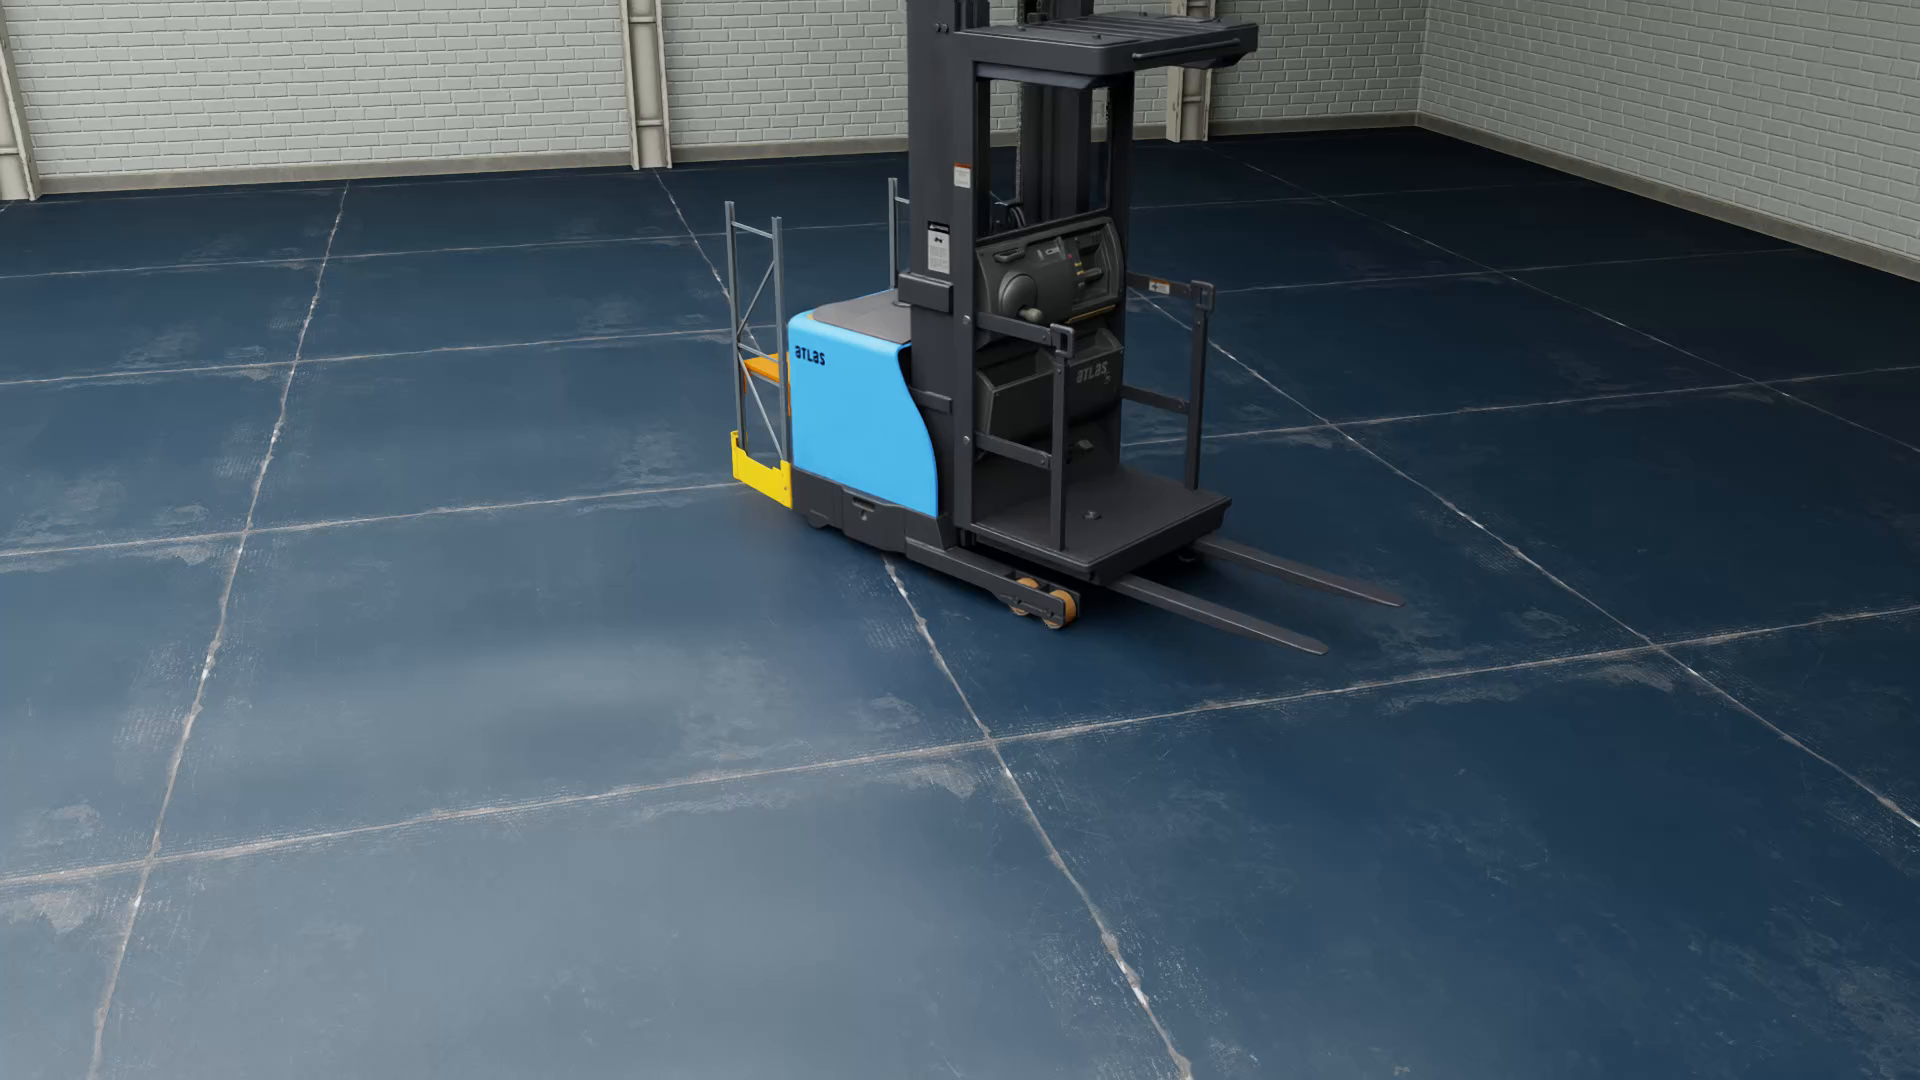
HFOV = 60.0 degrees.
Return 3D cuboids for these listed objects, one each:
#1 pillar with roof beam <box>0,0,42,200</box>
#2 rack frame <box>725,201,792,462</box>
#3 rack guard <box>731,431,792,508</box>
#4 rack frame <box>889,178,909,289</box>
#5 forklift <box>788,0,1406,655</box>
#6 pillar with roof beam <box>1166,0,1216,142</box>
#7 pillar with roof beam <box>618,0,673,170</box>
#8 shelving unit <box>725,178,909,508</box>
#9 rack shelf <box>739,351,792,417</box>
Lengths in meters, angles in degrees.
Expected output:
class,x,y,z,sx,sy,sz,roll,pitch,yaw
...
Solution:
class,x,y,z,sx,sy,sz,roll,pitch,yaw
pillar with roof beam,-7.828,-5.761,10.264,0.400,9.000,9.100,-6,24,-14
rack frame,-1.033,-0.956,8.577,0.032,1.500,0.500,-17,28,-34
rack guard,-1.032,-0.382,8.824,0.087,0.250,0.587,-17,28,-34
rack frame,-0.225,-1.200,9.144,0.032,1.500,0.500,-17,28,-34
forklift,0.567,-1.190,7.306,3.031,2.935,1.130,20,30,39
pillar with roof beam,3.726,-7.039,13.242,0.400,9.000,9.100,-6,24,-14
pillar with roof beam,-2.051,-6.400,11.753,0.400,9.000,9.100,-6,24,-14
shelving unit,-0.636,-1.076,8.855,1.083,1.500,0.587,-17,28,-34
rack shelf,-0.629,-0.913,8.931,1.000,0.185,0.538,-17,28,-34
